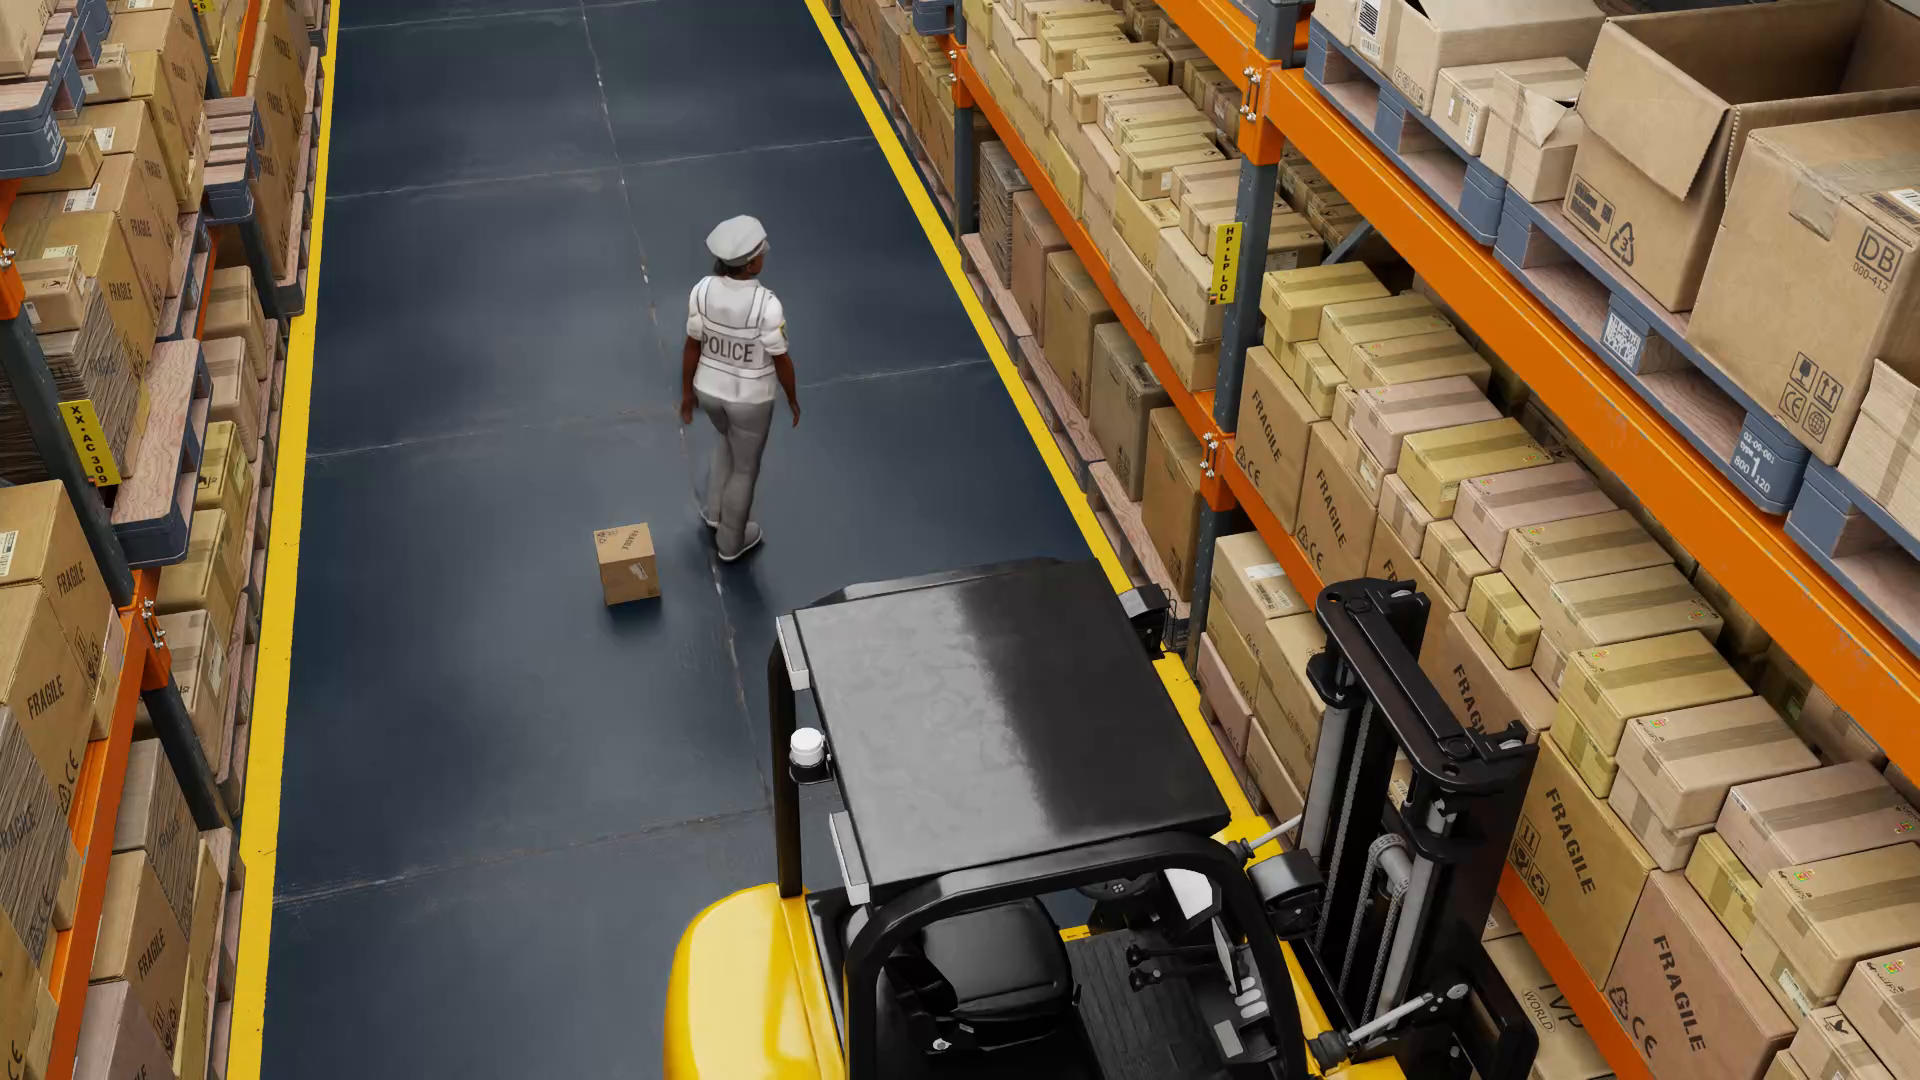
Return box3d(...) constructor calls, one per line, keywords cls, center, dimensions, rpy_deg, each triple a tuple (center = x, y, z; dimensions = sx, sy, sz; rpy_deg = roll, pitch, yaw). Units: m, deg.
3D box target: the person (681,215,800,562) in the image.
box3d(cls="person", center=(-1.025, -0.666, 7.521), dimensions=(0.580, 1.675, 0.452), rpy_deg=(17, 42, 21))
